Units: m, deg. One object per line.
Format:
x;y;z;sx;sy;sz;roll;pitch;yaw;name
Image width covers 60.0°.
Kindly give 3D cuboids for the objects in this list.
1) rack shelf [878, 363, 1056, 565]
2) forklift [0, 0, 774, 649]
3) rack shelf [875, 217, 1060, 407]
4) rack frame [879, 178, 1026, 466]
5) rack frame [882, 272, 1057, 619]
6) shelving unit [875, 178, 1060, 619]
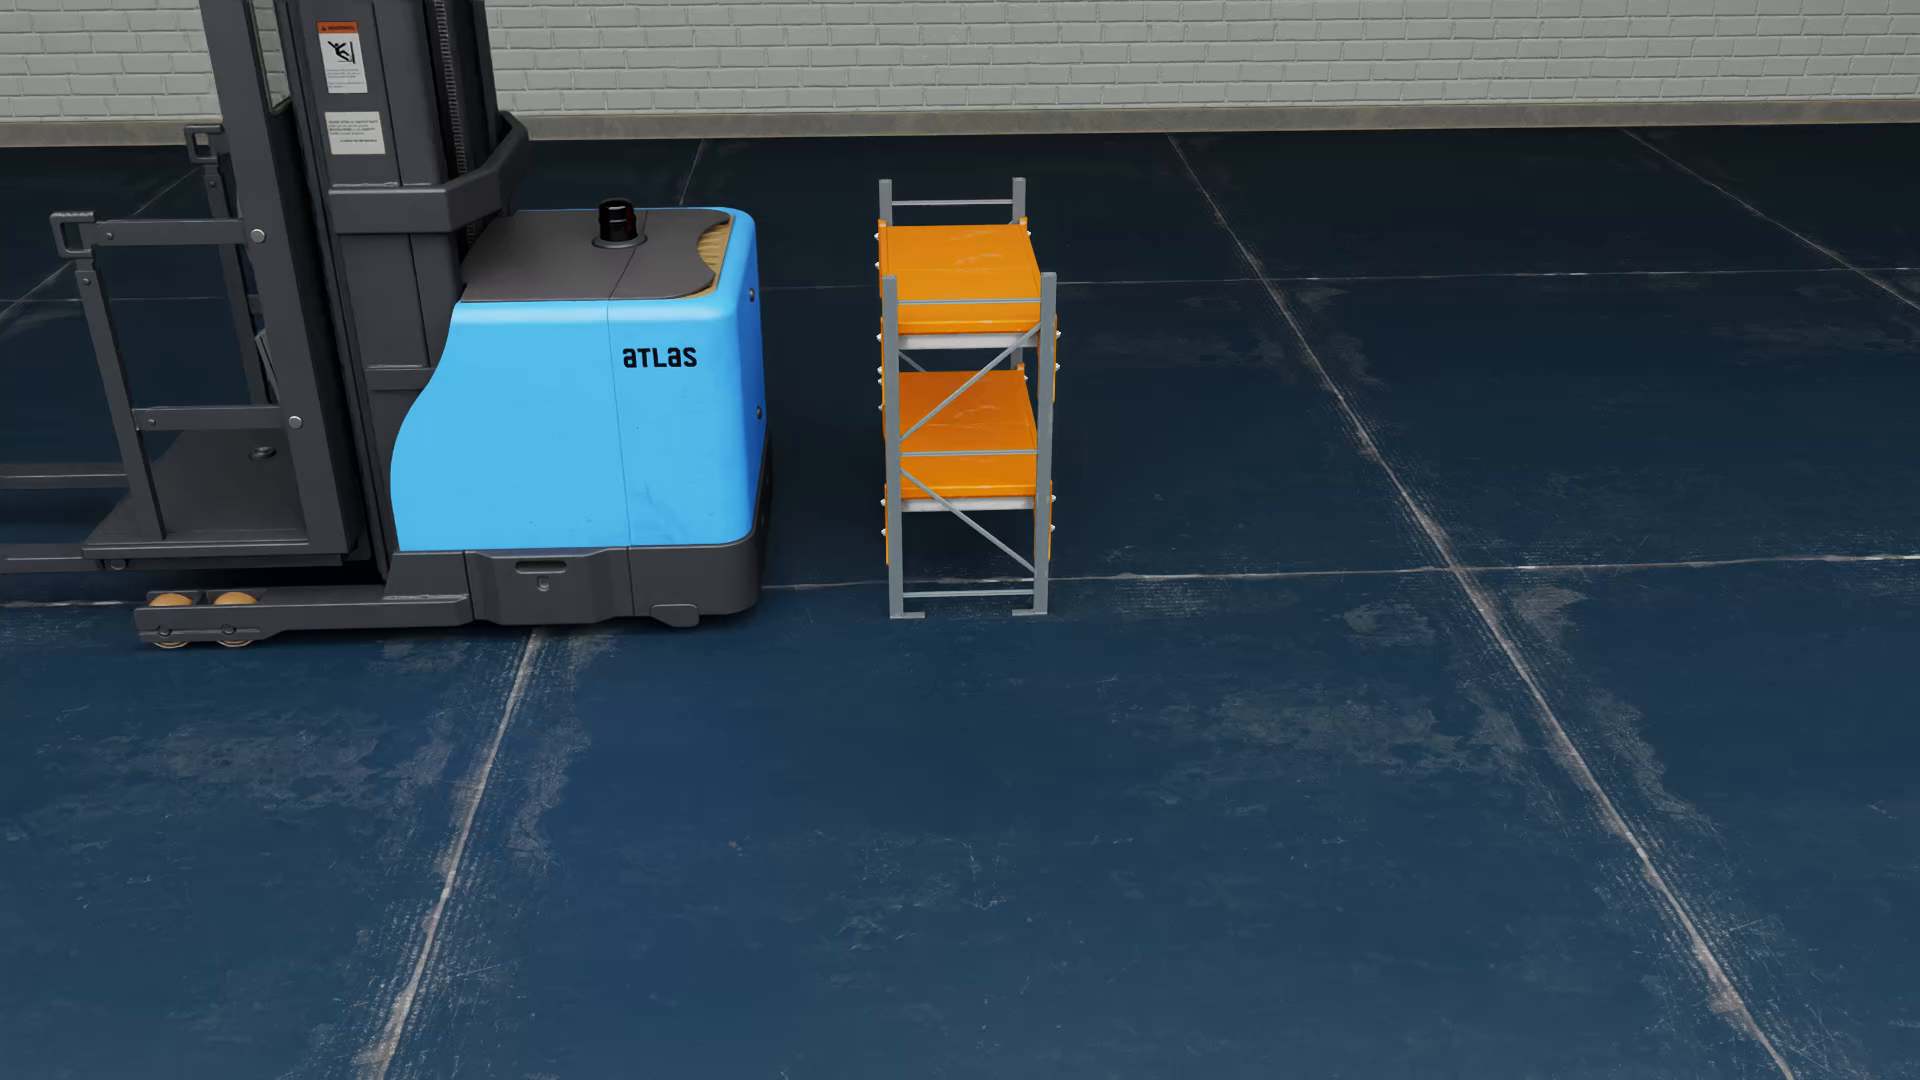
0.000;-0.279;5.597;0.538;0.278;1.000;-1;28;-3;rack shelf
-2.165;-1.217;4.913;3.031;2.935;1.130;-1;28;-2;forklift
0.000;-0.755;5.349;0.538;0.278;1.000;-1;28;-3;rack shelf
-0.026;-0.730;5.934;0.500;1.125;0.032;-1;28;-3;rack frame
0.027;-0.261;5.034;0.500;1.125;0.032;-1;28;-3;rack frame
0.000;-0.496;5.484;0.538;1.125;1.048;-1;28;-3;shelving unit
